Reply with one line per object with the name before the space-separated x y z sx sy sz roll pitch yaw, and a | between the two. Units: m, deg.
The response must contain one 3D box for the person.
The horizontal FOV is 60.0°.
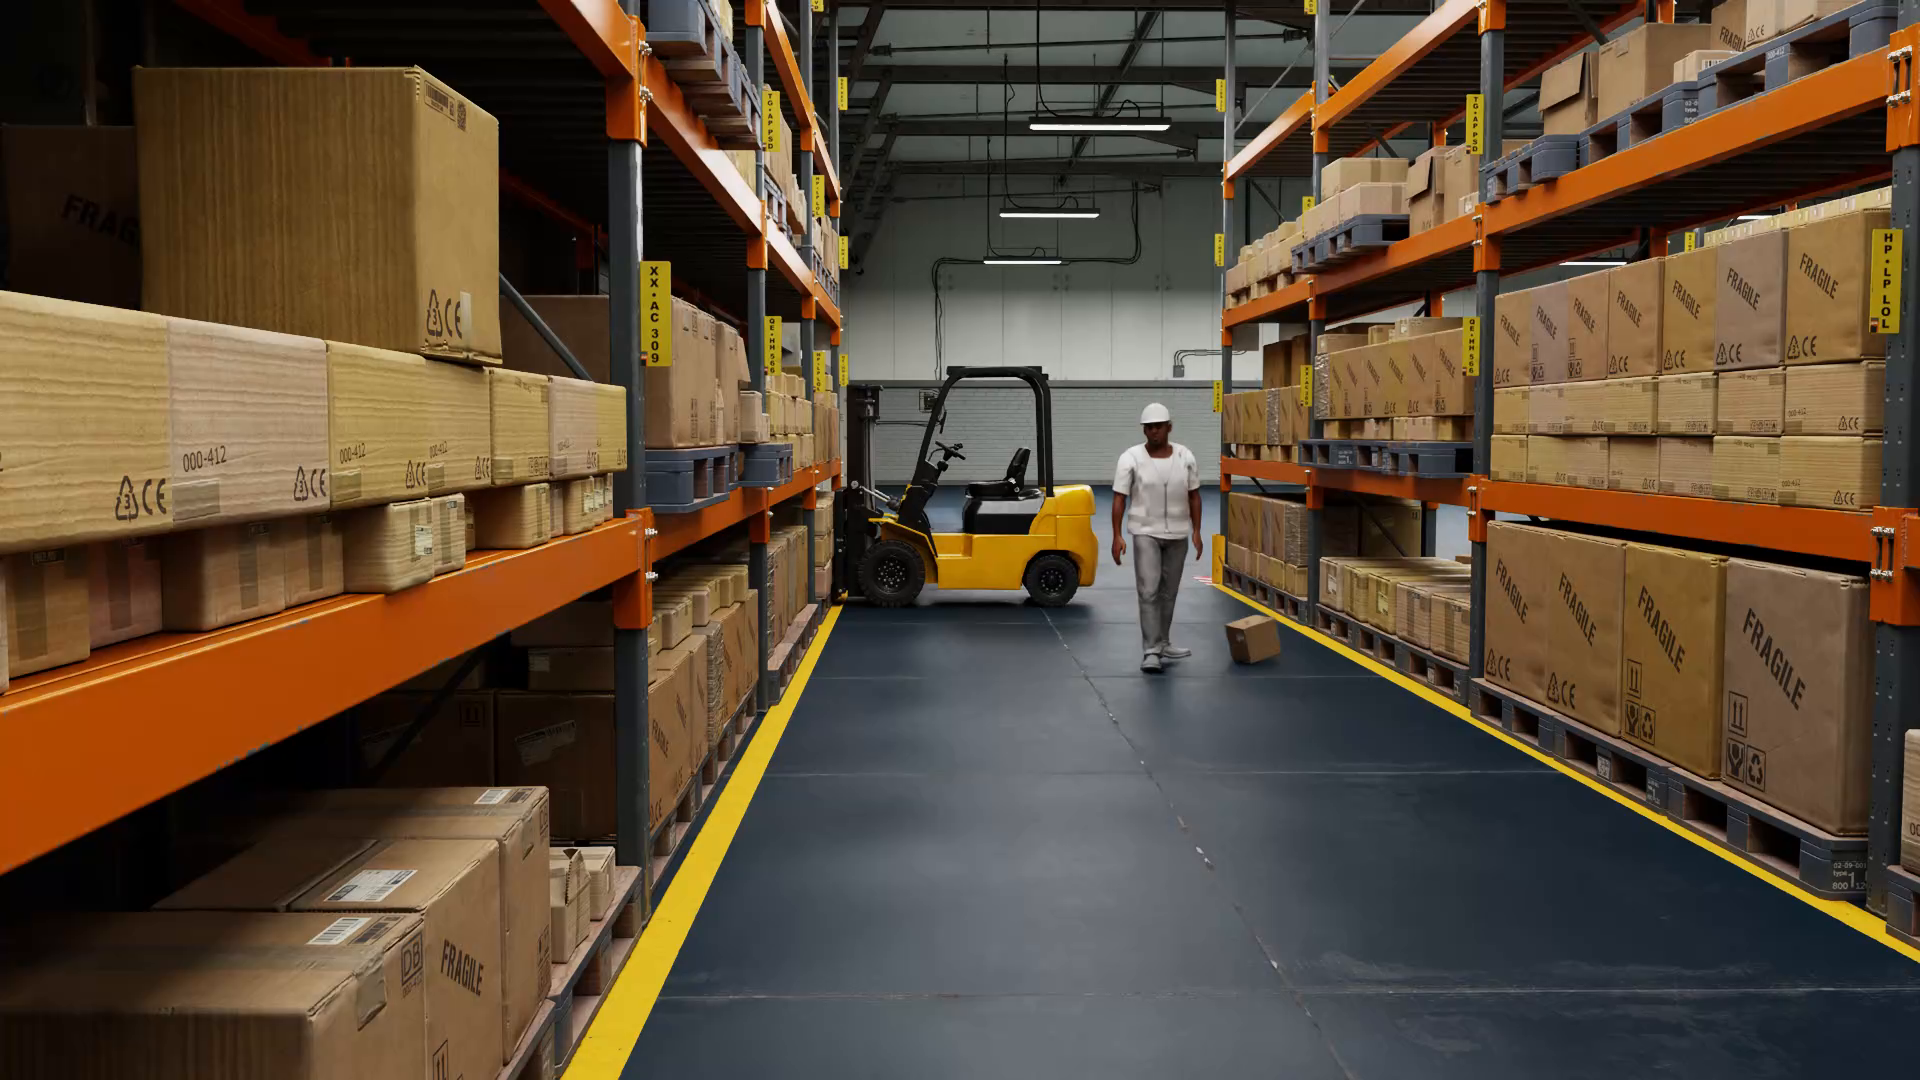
person | 1.314 -0.027 11.063 0.608 1.759 0.611 -1 4 -13
